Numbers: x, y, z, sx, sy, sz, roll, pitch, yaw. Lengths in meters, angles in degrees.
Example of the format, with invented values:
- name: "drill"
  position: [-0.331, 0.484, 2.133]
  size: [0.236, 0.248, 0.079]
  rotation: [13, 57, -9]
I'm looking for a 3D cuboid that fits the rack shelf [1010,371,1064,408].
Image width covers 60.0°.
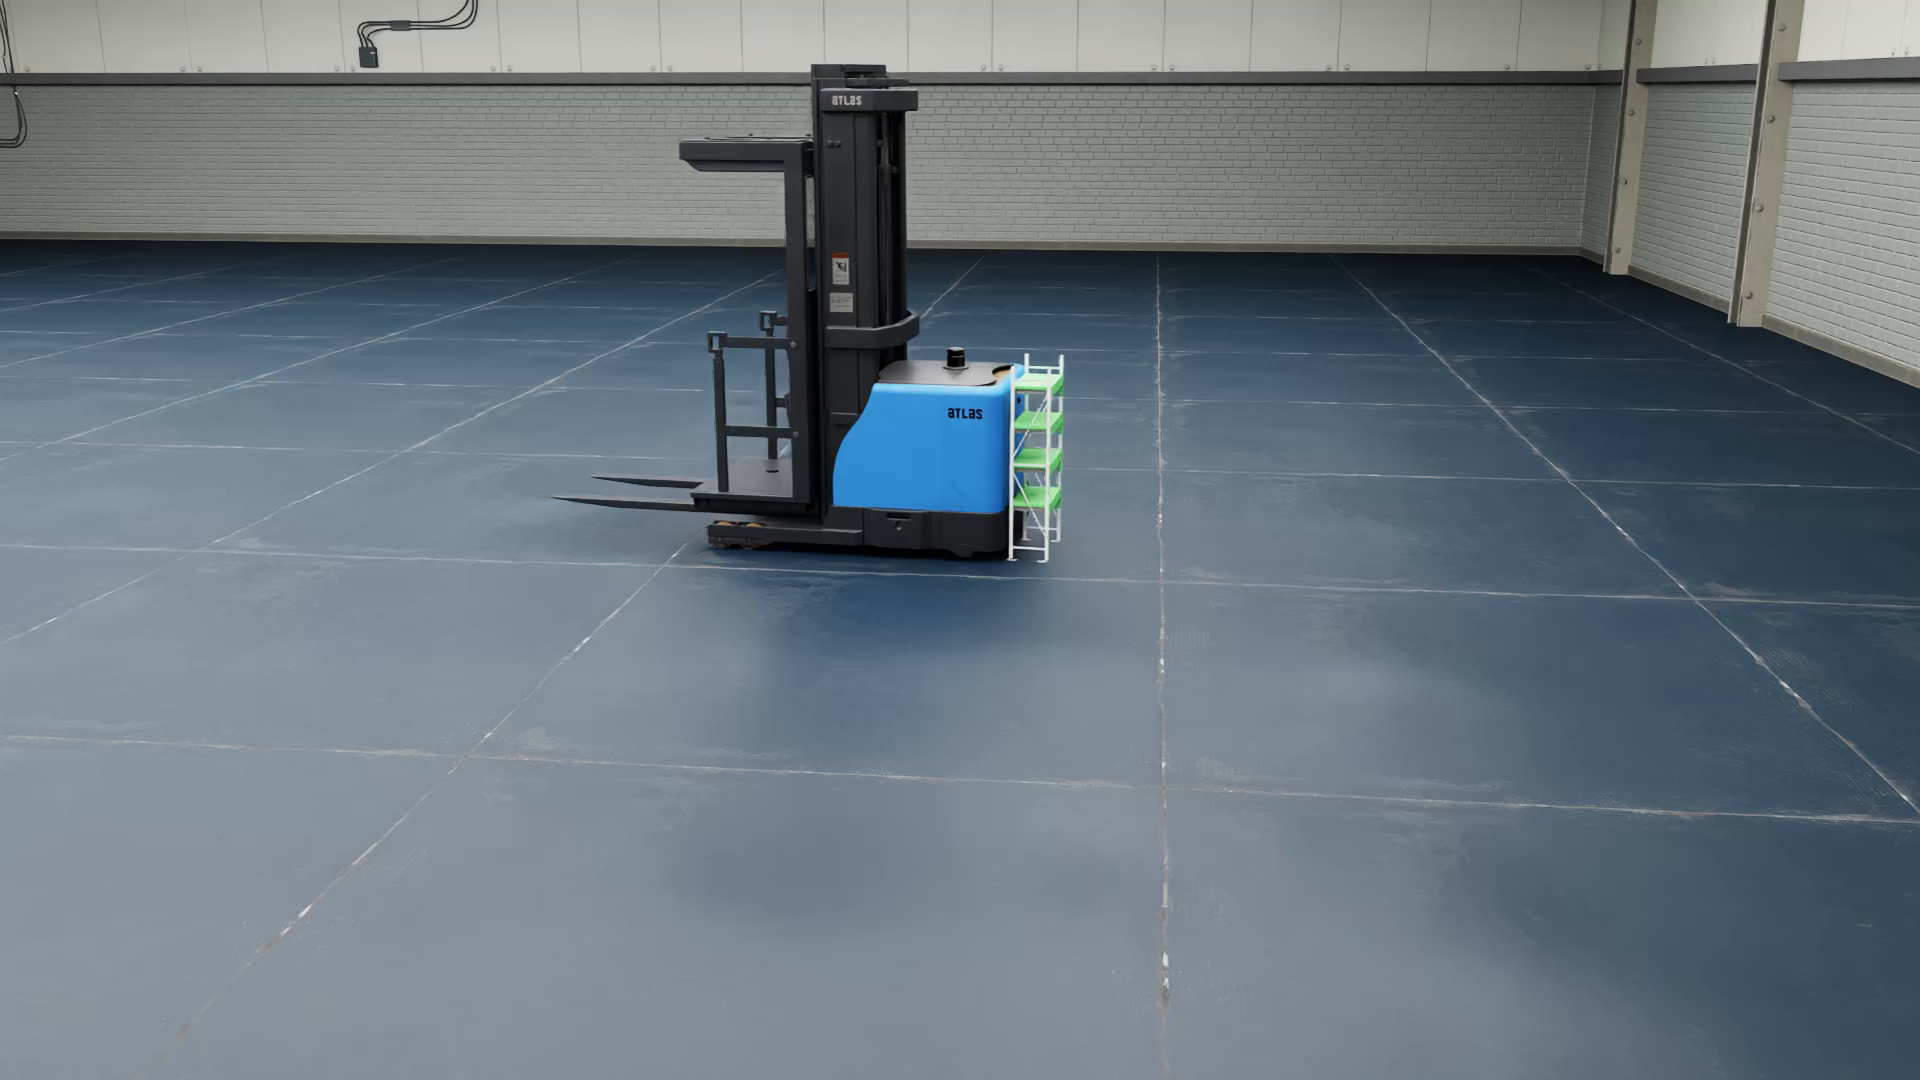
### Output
- name: "rack shelf"
  position: [0.473, -0.912, 10.141]
  size: [0.258, 0.148, 0.480]
  rotation: [3, 15, 11]

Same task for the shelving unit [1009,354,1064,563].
- name: "shelving unit"
  position: [0.472, -0.510, 10.250]
  size: [0.258, 1.200, 0.503]
  rotation: [3, 15, 11]

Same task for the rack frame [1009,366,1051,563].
- name: "rack frame"
  position: [0.421, -0.448, 10.020]
  size: [0.240, 1.200, 0.015]
  rotation: [3, 15, 11]

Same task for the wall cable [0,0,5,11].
- name: "wall cable"
  position: [-16.614, -11.065, 30.617]
  size: [3.097, 2.526, 0.112]
  rotation: [2, 15, 6]

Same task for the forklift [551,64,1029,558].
- name: "forklift"
  position: [-1.117, -1.483, 10.530]
  size: [3.031, 2.935, 1.130]
  rotation: [3, 15, 12]

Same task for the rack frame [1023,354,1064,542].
- name: "rack frame"
  position: [0.522, -0.573, 10.481]
  size: [0.240, 1.200, 0.015]
  rotation: [3, 15, 11]

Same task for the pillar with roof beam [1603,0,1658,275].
- name: "pillar with roof beam"
  position: [6.073, -8.680, 25.521]
  size: [9.100, 9.000, 0.400]
  rotation: [2, 15, 6]

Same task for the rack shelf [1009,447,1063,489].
- name: "rack shelf"
  position: [0.472, -0.449, 10.267]
  size: [0.258, 0.148, 0.480]
  rotation: [3, 15, 11]

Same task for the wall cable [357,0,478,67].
- name: "wall cable"
  position: [-9.871, -11.564, 29.672]
  size: [2.305, 6.003, 0.169]
  rotation: [2, 15, 6]

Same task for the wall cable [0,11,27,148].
- name: "wall cable"
  position: [-19.302, -8.707, 31.571]
  size: [3.097, 2.526, 0.112]
  rotation: [2, 15, 6]

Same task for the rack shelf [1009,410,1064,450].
- name: "rack shelf"
  position: [0.472, -0.680, 10.204]
  size: [0.258, 0.148, 0.480]
  rotation: [3, 15, 11]

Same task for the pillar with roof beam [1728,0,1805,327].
- name: "pillar with roof beam"
  position: [5.396, -7.123, 19.766]
  size: [9.100, 9.000, 0.400]
  rotation: [2, 15, 6]

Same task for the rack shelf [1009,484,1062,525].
- name: "rack shelf"
  position: [0.471, -0.217, 10.330]
  size: [0.258, 0.148, 0.480]
  rotation: [3, 15, 11]
